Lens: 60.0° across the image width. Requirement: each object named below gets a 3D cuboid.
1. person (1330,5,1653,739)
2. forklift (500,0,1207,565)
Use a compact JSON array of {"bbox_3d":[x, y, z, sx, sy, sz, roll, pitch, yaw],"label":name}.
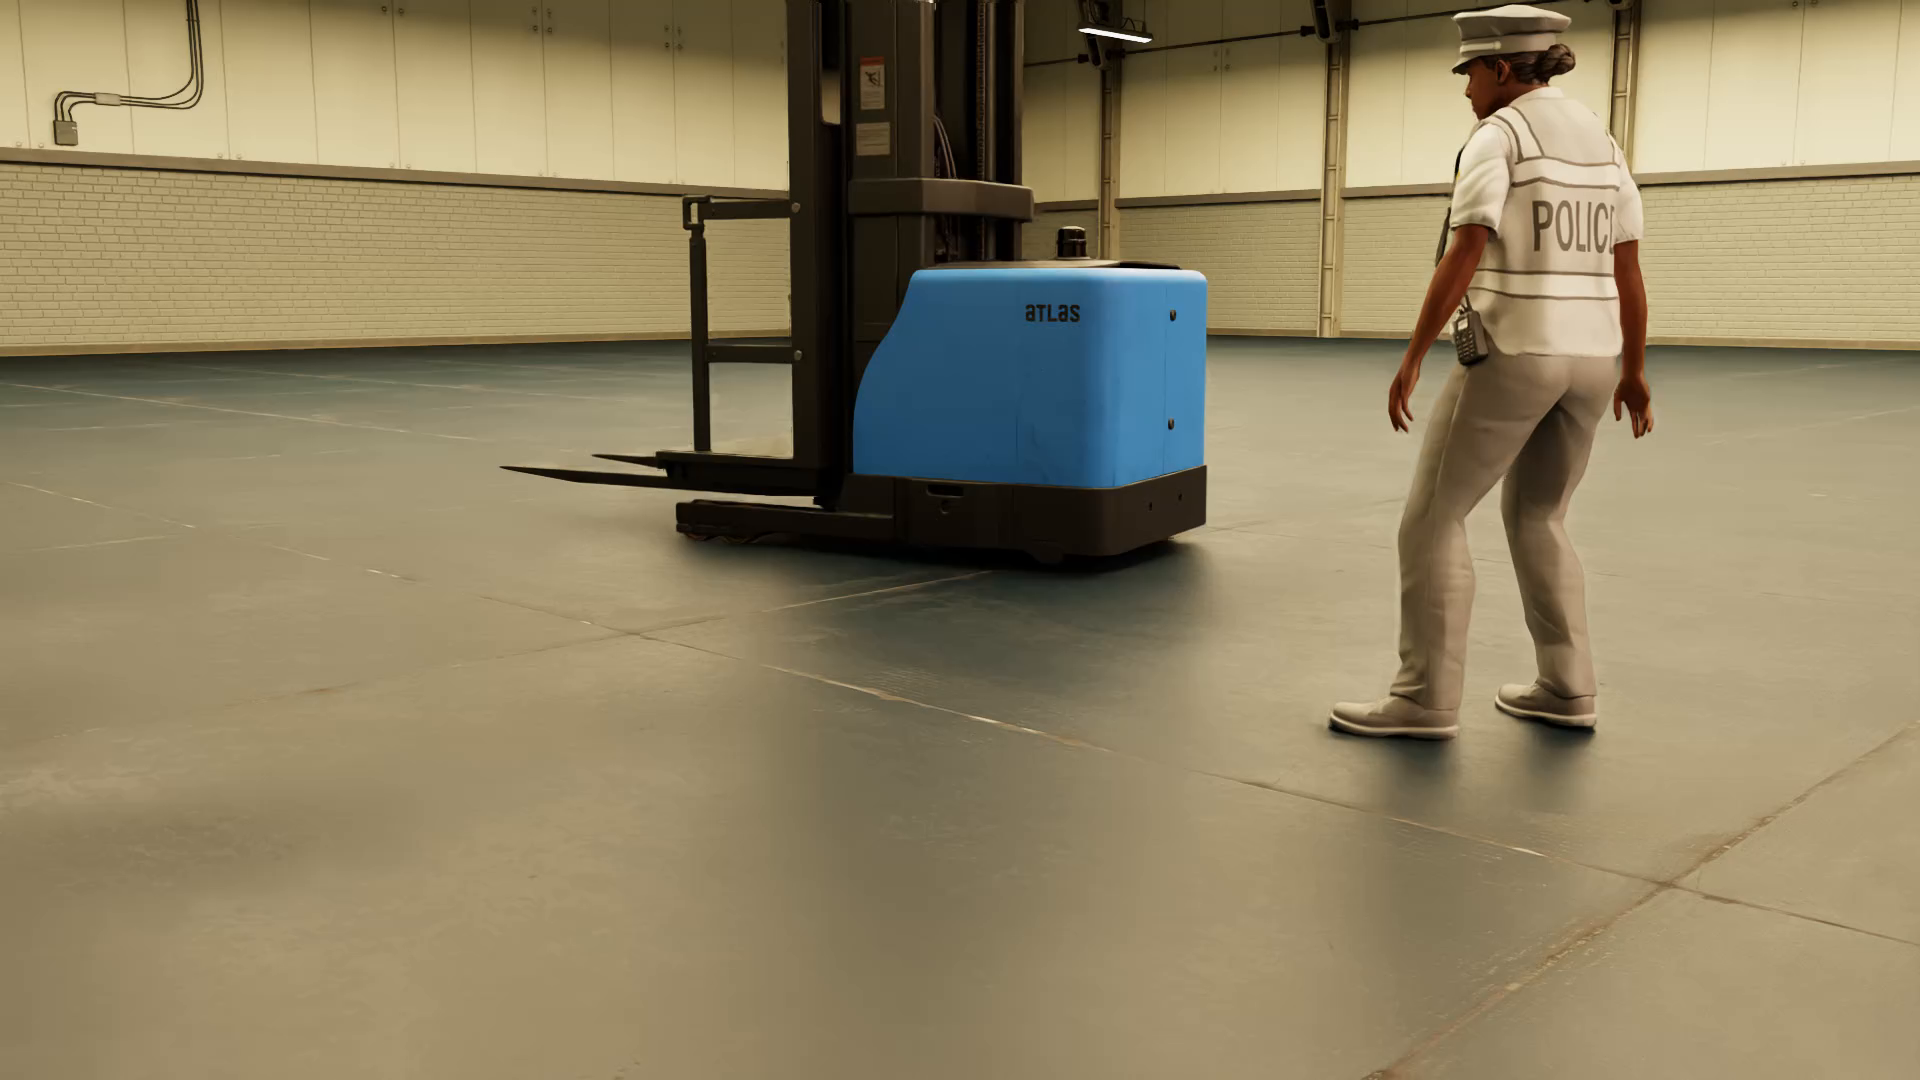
[{"bbox_3d":[1.250,-0.380,3.780,0.754,1.634,0.384,-5,10,-30],"label":"person"},{"bbox_3d":[-0.559,-1.491,6.778,3.031,2.935,1.130,5,10,28],"label":"forklift"}]
